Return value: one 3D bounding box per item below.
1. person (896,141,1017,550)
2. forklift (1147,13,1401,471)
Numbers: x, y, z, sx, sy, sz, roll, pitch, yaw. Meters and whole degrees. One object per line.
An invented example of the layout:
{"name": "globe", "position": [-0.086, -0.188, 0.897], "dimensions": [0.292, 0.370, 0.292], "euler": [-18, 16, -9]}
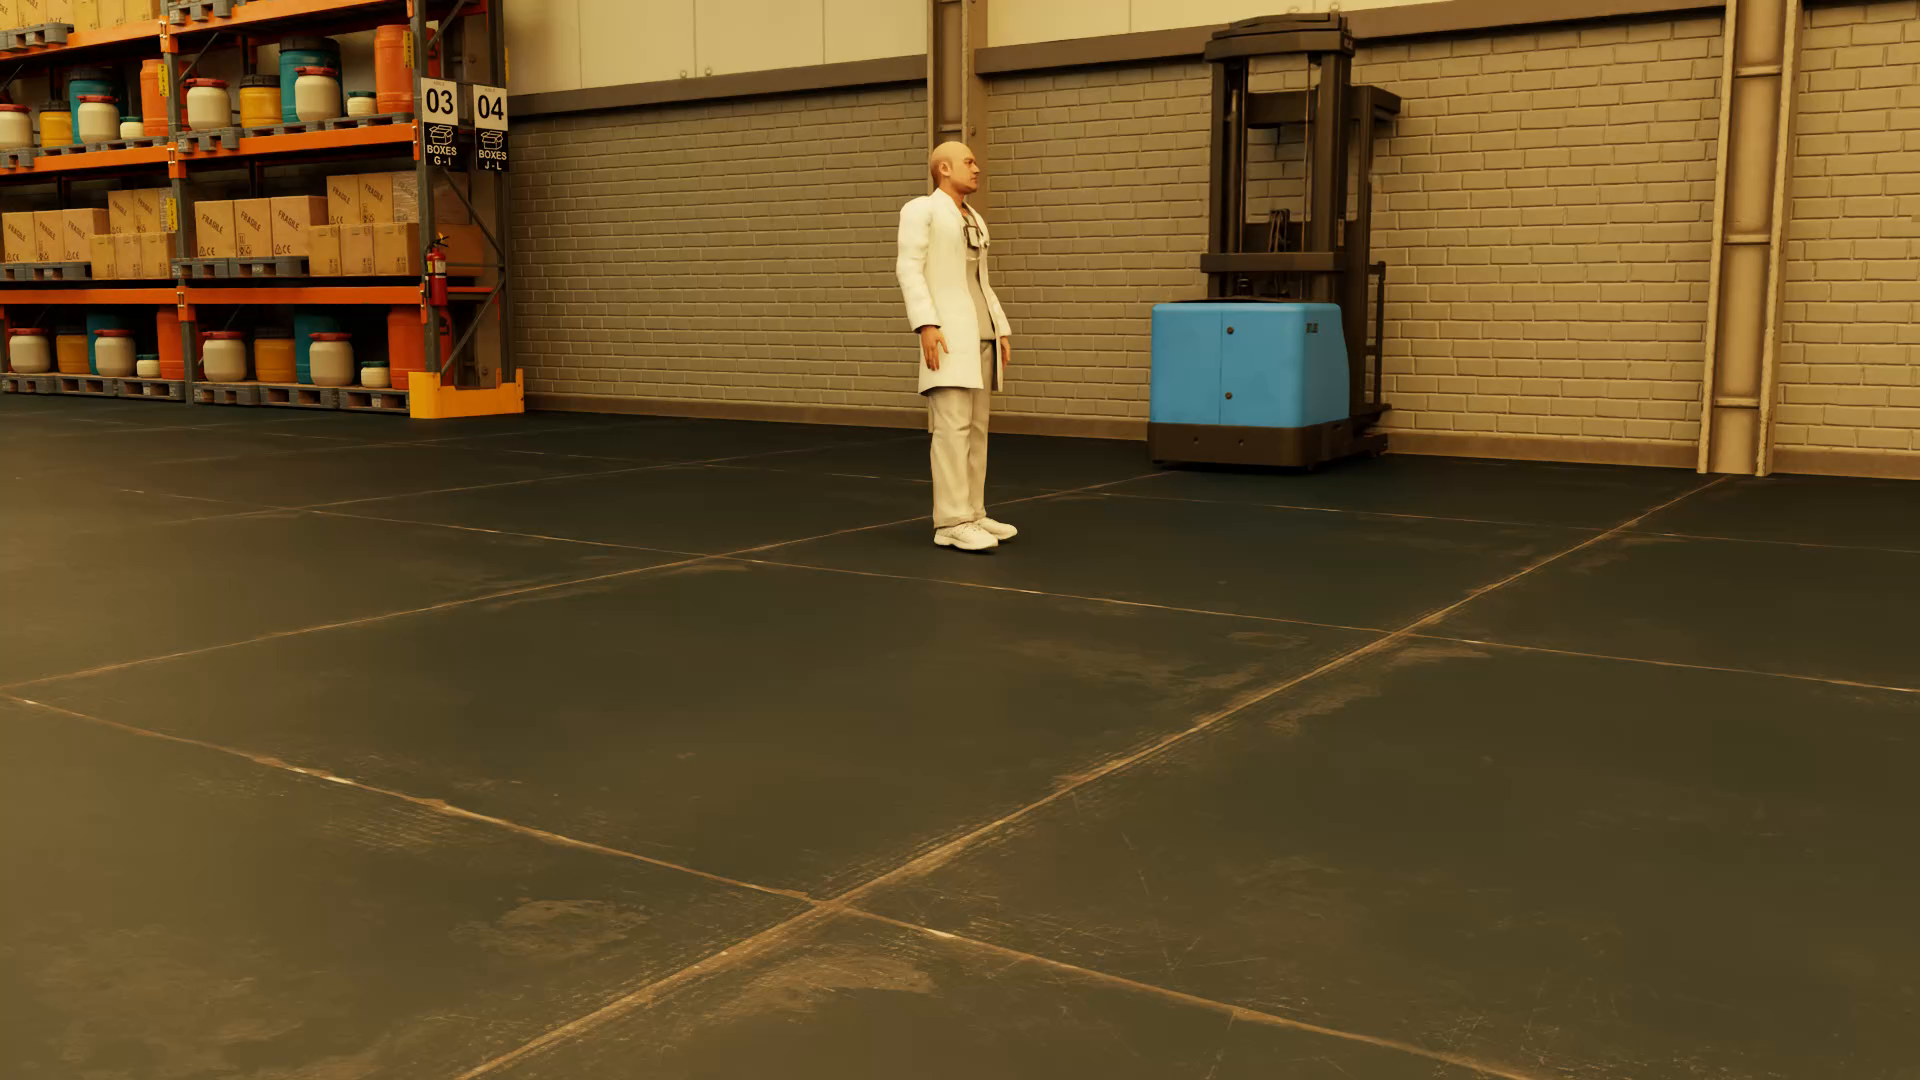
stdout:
{"name": "person", "position": [0.074, -0.880, 7.424], "dimensions": [0.578, 1.777, 0.698], "euler": [5, 10, 34]}
{"name": "forklift", "position": [2.384, -2.049, 11.604], "dimensions": [1.130, 2.935, 3.031], "euler": [5, 9, 30]}
